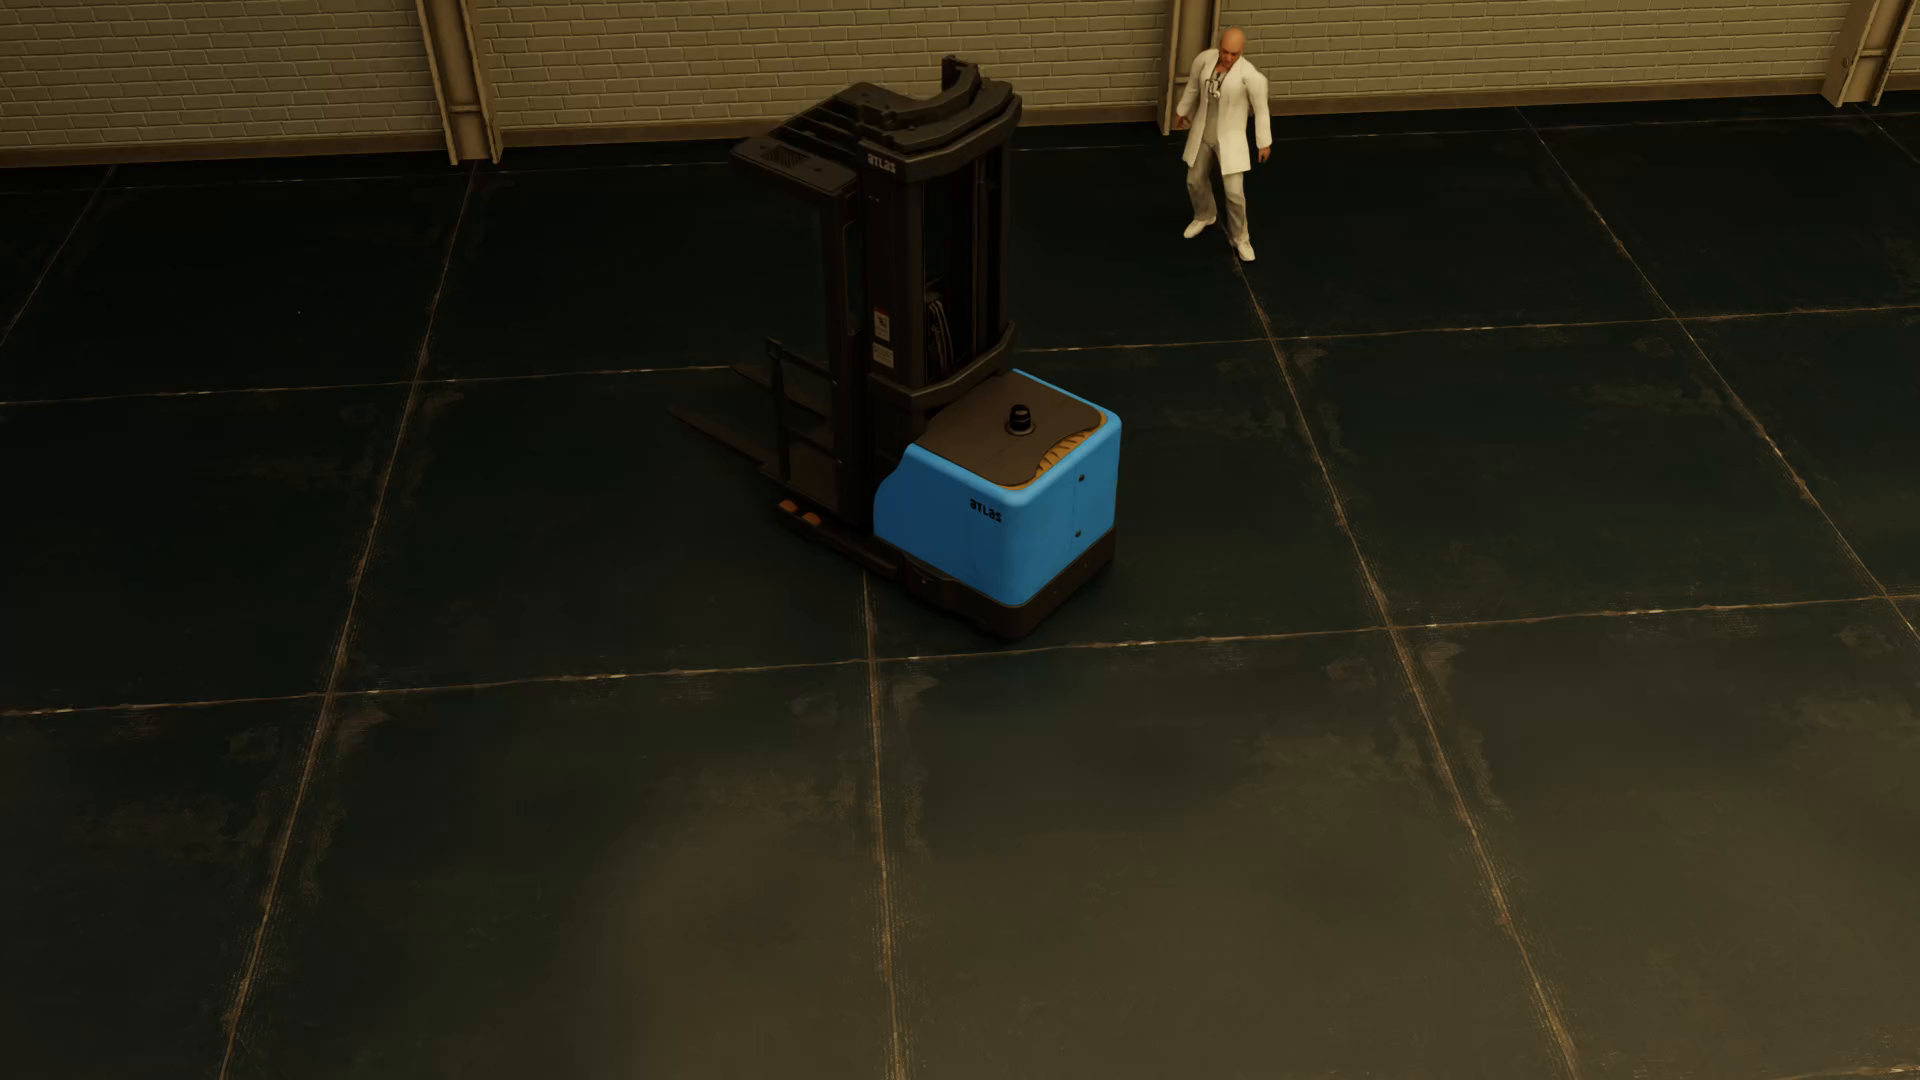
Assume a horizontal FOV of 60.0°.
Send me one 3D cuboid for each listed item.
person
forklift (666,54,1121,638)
[{"bbox_3d":[1.963,-3.009,12.392,0.922,1.747,0.476,29,48,29],"label":"person"},{"bbox_3d":[-0.538,-1.356,9.523,3.031,2.935,1.130,28,48,29],"label":"forklift"}]
